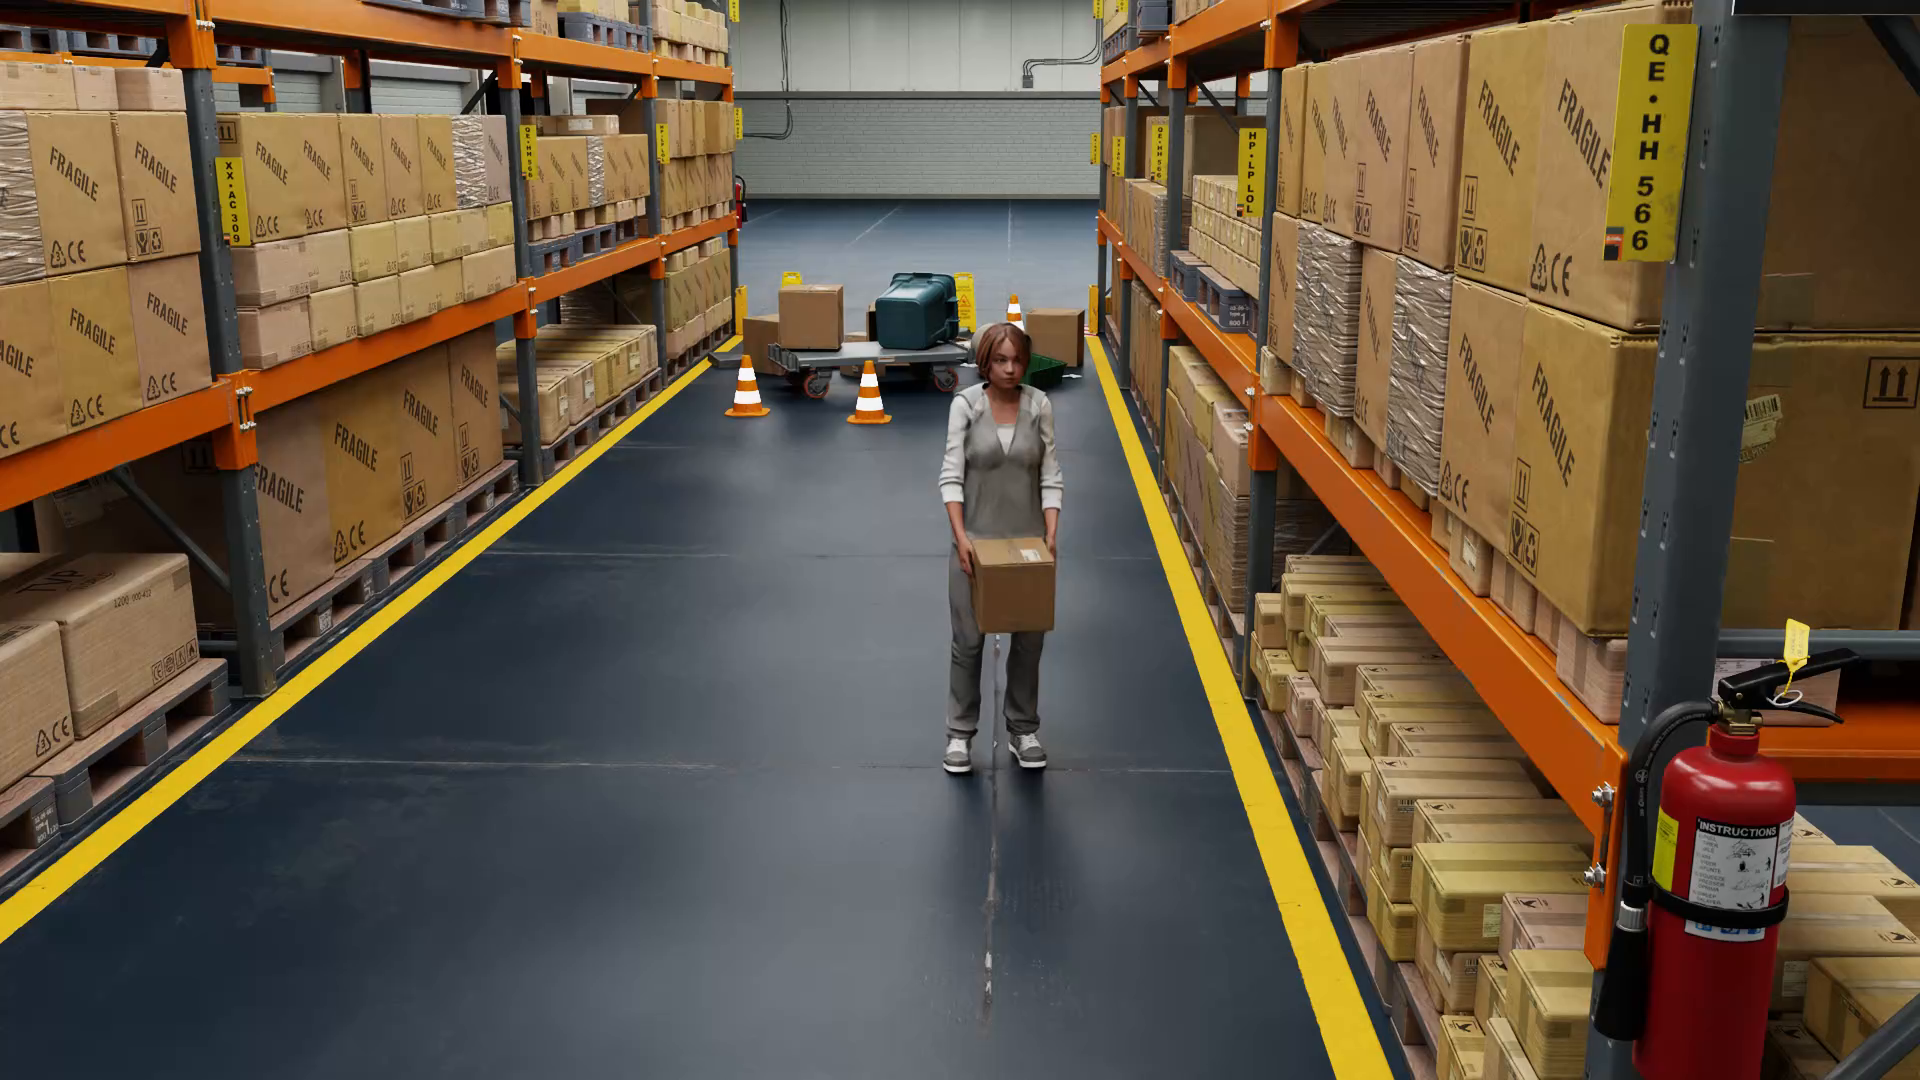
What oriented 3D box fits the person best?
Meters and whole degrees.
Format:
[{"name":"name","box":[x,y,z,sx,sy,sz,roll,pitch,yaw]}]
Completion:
[{"name":"person","box":[0.147,0.031,5.882,0.444,1.602,0.384,-2,14,-8]}]
